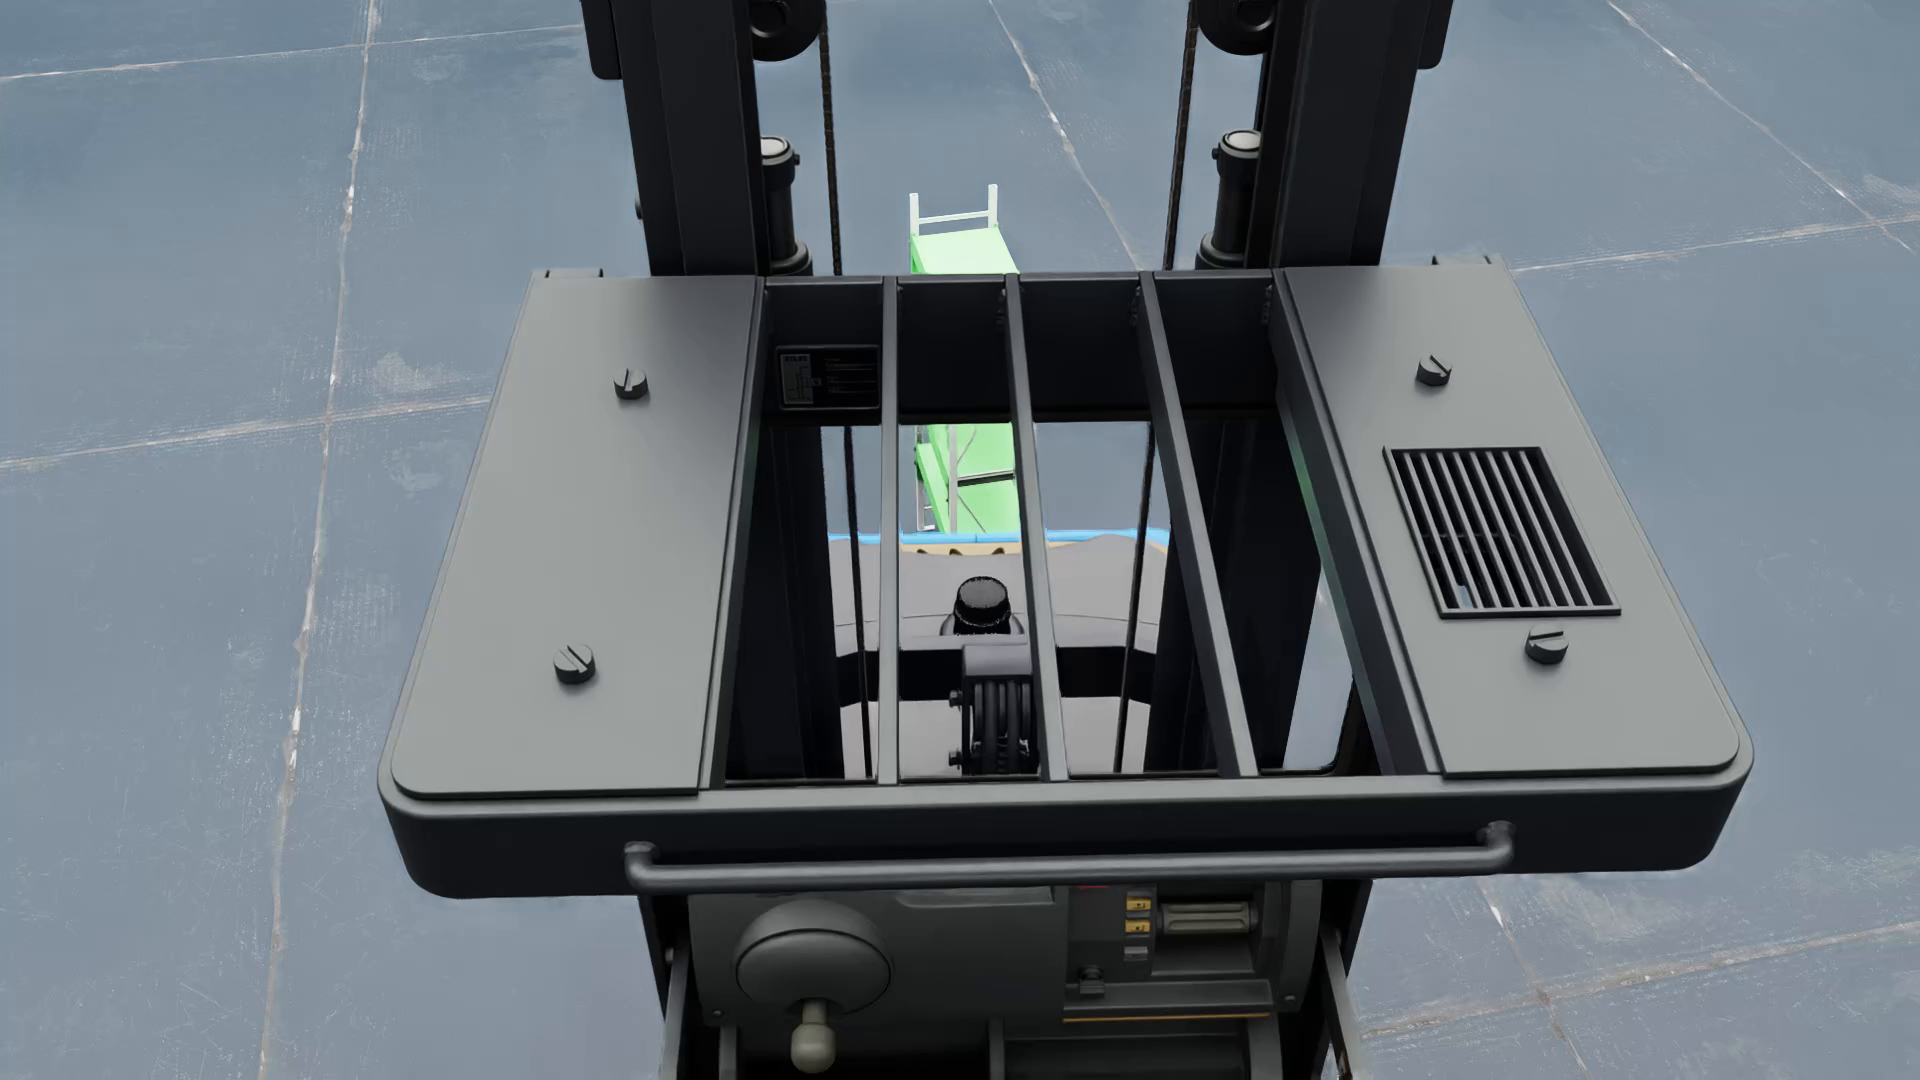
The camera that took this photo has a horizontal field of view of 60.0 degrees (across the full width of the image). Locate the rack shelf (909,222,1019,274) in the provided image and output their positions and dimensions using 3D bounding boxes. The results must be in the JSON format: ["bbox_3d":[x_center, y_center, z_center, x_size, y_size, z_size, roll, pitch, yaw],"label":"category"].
[{"bbox_3d":[0.036,-0.653,4.455,0.258,0.148,0.480,-8,42,-9],"label":"rack shelf"}]

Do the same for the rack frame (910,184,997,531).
[{"bbox_3d":[-0.017,-0.500,4.909,0.240,1.200,0.015,-8,42,-9],"label":"rack frame"}]

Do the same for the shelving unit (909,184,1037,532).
[{"bbox_3d":[0.036,-0.341,4.731,0.258,1.200,0.503,-8,42,-9],"label":"shelving unit"}]

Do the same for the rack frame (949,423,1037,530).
[{"bbox_3d":[0.088,-0.183,4.553,0.240,1.200,0.015,-8,42,-9],"label":"rack frame"}]

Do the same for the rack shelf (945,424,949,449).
[{"bbox_3d":[0.036,-0.473,4.614,0.258,0.148,0.480,-8,42,-9],"label":"rack shelf"}]

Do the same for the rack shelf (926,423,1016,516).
[{"bbox_3d":[0.036,-0.294,4.773,0.258,0.148,0.480,-8,42,-9],"label":"rack shelf"}]

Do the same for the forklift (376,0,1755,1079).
[{"bbox_3d":[0.076,0.660,2.298,1.130,2.935,3.031,-1,42,-1],"label":"forklift"}]

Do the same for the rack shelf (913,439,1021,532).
[{"bbox_3d":[0.036,-0.114,4.933,0.258,0.148,0.480,-8,42,-9],"label":"rack shelf"}]
